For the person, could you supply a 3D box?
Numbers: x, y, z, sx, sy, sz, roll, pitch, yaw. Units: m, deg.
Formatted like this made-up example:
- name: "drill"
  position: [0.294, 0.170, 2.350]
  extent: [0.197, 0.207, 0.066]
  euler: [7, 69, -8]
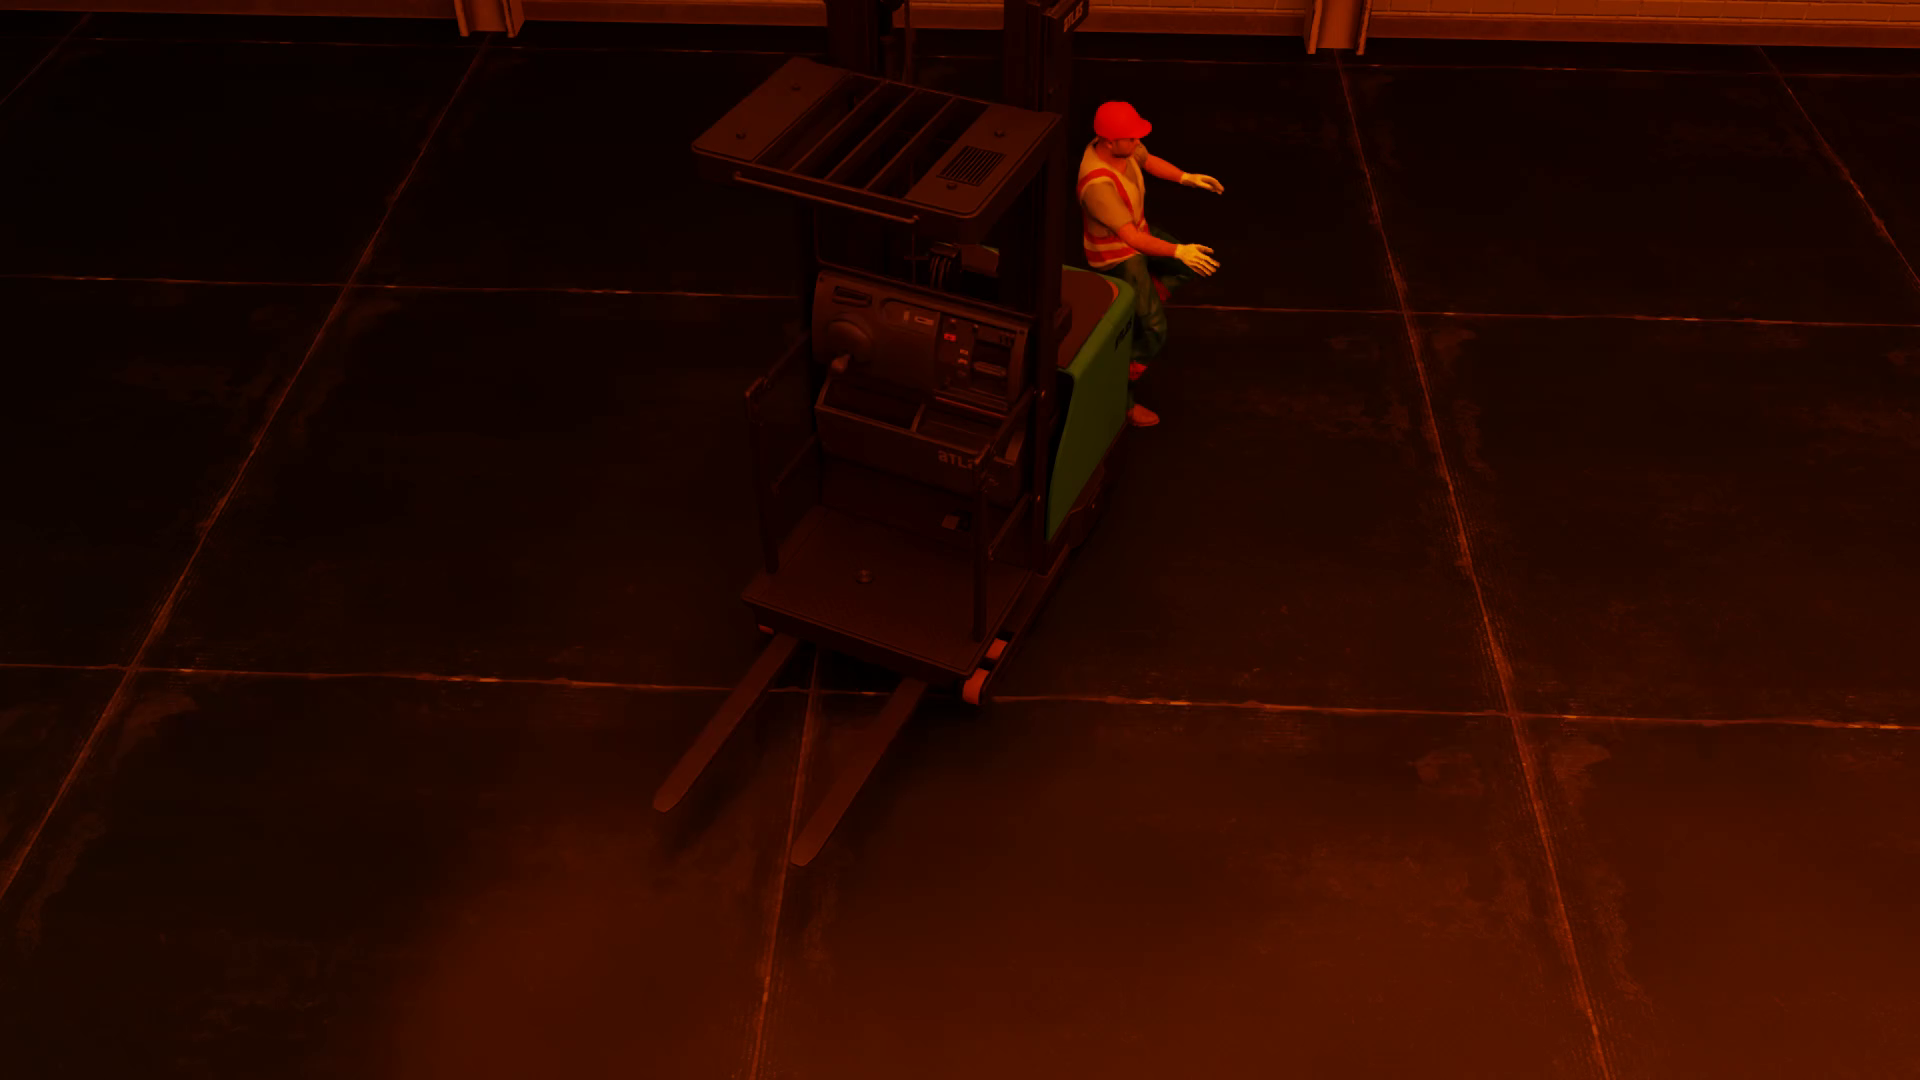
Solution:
- name: "person"
  position: [0.950, -1.440, 8.323]
  extent: [0.769, 1.607, 0.817]
  euler: [10, 43, 11]

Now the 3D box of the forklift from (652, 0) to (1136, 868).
- name: "forklift"
  position: [-0.257, -0.709, 6.519]
  extent: [1.130, 2.935, 3.031]
  euler: [17, 45, 18]
